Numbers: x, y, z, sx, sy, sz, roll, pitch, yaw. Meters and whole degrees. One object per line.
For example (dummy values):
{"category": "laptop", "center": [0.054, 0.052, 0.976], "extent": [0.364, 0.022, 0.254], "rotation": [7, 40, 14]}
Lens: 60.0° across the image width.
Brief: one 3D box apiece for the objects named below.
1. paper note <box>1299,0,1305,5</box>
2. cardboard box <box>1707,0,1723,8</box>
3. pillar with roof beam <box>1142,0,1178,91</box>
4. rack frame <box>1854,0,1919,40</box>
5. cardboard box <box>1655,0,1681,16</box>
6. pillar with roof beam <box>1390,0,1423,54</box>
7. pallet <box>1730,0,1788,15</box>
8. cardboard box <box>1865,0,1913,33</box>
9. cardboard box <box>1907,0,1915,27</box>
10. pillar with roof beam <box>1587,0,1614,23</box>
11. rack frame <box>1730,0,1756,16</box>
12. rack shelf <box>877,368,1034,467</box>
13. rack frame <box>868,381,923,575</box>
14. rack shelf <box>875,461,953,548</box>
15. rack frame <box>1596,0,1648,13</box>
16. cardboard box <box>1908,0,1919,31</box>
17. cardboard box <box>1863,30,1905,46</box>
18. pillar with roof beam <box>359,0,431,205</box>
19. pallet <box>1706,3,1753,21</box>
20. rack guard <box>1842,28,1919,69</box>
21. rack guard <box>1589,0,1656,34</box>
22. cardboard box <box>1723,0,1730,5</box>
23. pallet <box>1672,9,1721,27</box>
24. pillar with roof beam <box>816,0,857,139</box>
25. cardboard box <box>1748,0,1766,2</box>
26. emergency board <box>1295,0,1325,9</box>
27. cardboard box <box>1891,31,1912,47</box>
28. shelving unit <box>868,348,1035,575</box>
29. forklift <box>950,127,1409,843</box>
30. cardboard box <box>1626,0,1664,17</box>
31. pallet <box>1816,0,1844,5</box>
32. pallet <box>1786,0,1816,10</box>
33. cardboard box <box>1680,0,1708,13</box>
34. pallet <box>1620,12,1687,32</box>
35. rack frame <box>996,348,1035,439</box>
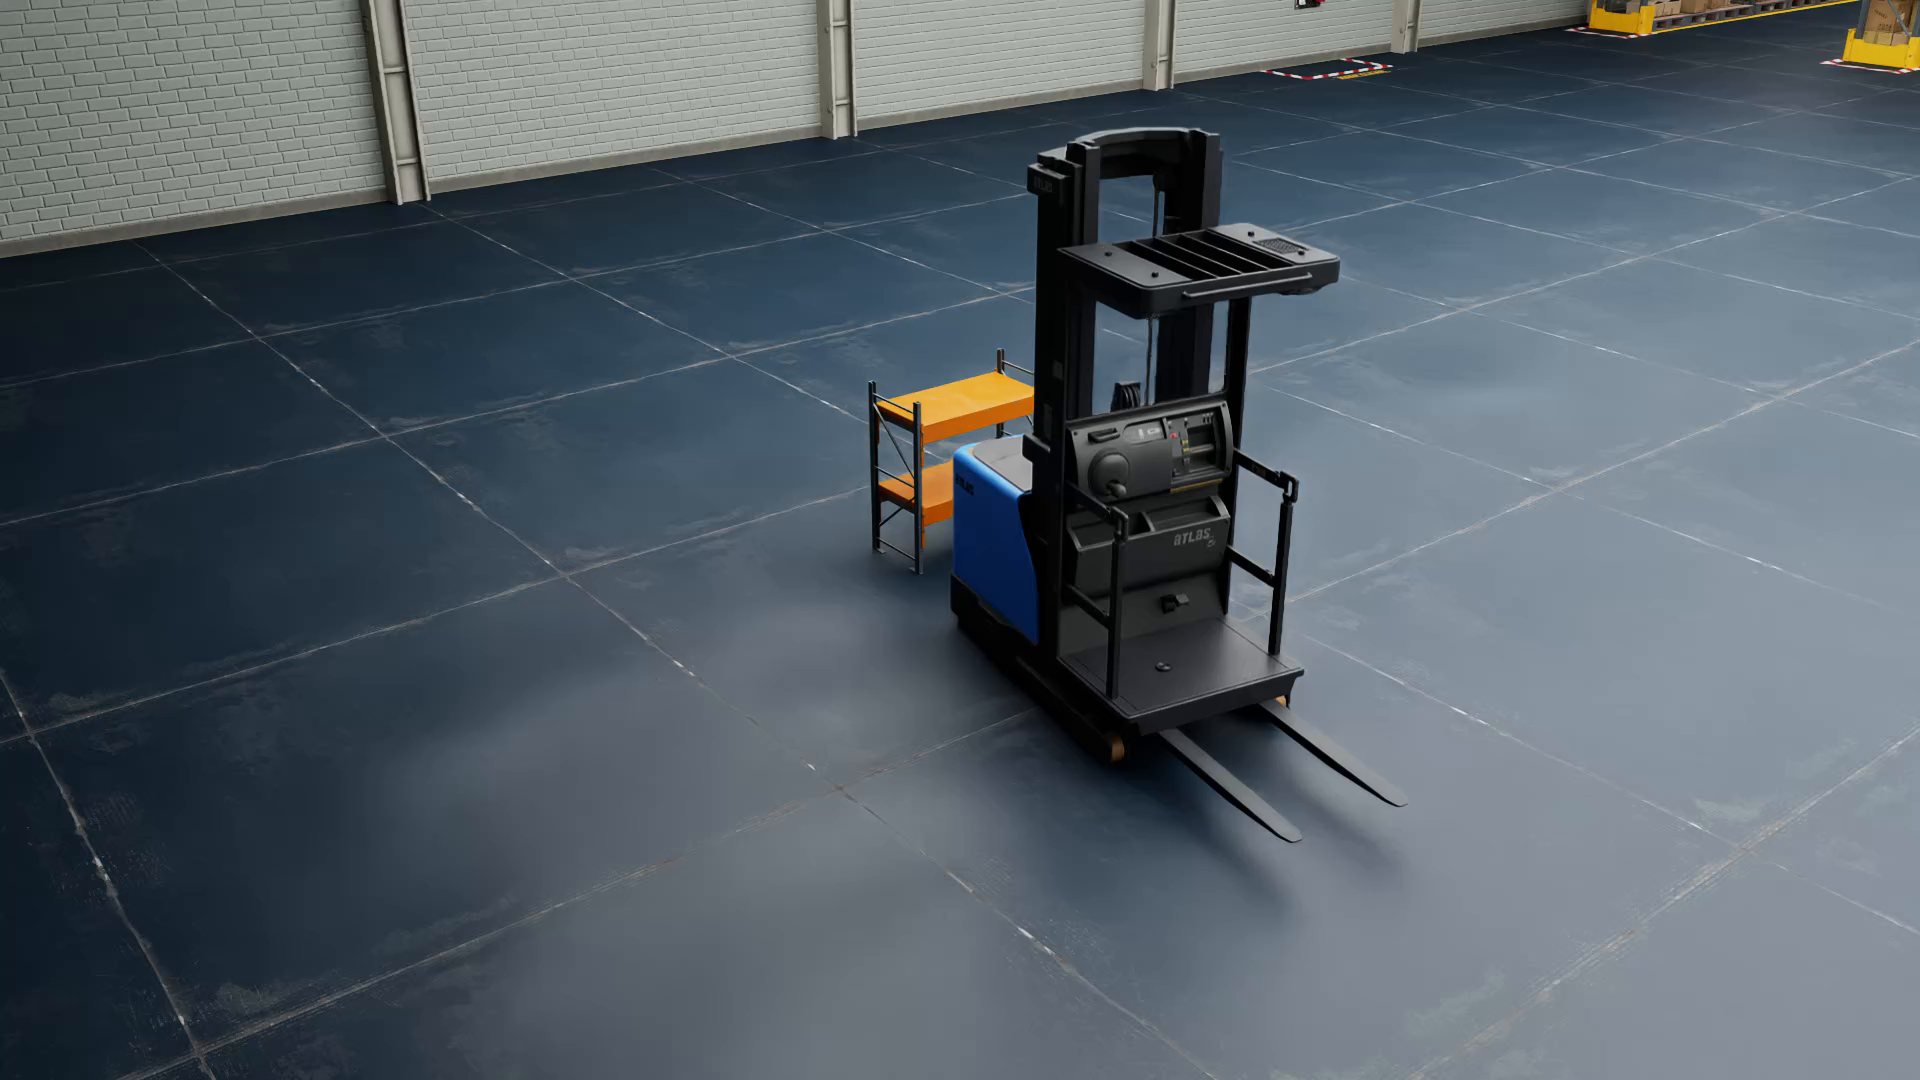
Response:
{"category": "paper note", "center": [5.653, -8.916, 27.444], "extent": [0.142, 0.148, 0.016], "rotation": [-18, 31, -34]}
{"category": "cardboard box", "center": [14.863, -10.880, 33.076], "extent": [0.500, 0.500, 0.500], "rotation": [-21, 32, -38]}
{"category": "pillar with roof beam", "center": [5.738, -9.704, 20.970], "extent": [0.400, 9.000, 9.100], "rotation": [-18, 31, -34]}
{"category": "rack frame", "center": [15.567, -9.418, 27.480], "extent": [0.127, 3.000, 1.000], "rotation": [-18, 31, -34]}
{"category": "cardboard box", "center": [13.556, -10.336, 32.129], "extent": [0.500, 0.311, 0.500], "rotation": [-15, 29, -30]}
{"category": "pillar with roof beam", "center": [10.459, -11.263, 24.329], "extent": [0.400, 9.000, 9.100], "rotation": [-18, 31, -34]}
{"category": "pallet", "center": [16.267, -11.035, 34.276], "extent": [1.213, 0.211, 1.003], "rotation": [-18, 31, -34]}
{"category": "cardboard box", "center": [15.805, -8.939, 28.325], "extent": [0.500, 0.500, 0.500], "rotation": [-18, 31, -34]}
{"category": "cardboard box", "center": [16.583, -9.204, 28.895], "extent": [0.500, 0.500, 0.500], "rotation": [-18, 31, -34]}
{"category": "pillar with roof beam", "center": [15.181, -12.821, 27.687], "extent": [0.400, 9.000, 9.100], "rotation": [-18, 31, -34]}
{"category": "rack frame", "center": [15.655, -12.097, 33.252], "extent": [0.127, 3.000, 1.000], "rotation": [-18, 31, -34]}
{"category": "rack shelf", "center": [0.005, -0.777, 10.394], "extent": [1.000, 0.278, 0.538], "rotation": [-18, 31, -34]}
{"category": "rack frame", "center": [-0.395, -0.380, 10.232], "extent": [0.032, 1.125, 0.500], "rotation": [-18, 31, -34]}
{"category": "rack shelf", "center": [0.005, -0.290, 10.620], "extent": [1.000, 0.278, 0.538], "rotation": [-18, 31, -34]}
{"category": "rack frame", "center": [12.507, -11.058, 31.013], "extent": [0.127, 3.000, 1.000], "rotation": [-18, 31, -34]}
{"category": "cardboard box", "center": [16.518, -8.897, 28.235], "extent": [0.500, 0.500, 0.500], "rotation": [-18, 31, -34]}
{"category": "cardboard box", "center": [15.807, -8.598, 28.481], "extent": [0.500, 0.250, 0.500], "rotation": [-18, 31, -34]}
{"category": "pillar with roof beam", "center": [-3.705, -6.587, 14.254], "extent": [0.400, 9.000, 9.100], "rotation": [-18, 31, -34]}
{"category": "pallet", "center": [15.148, -10.646, 33.438], "extent": [1.213, 0.211, 1.003], "rotation": [-18, 31, -34]}
{"category": "rack guard", "center": [15.548, -8.278, 27.992], "extent": [0.348, 0.500, 1.175], "rotation": [-18, 31, -34]}
{"category": "rack guard", "center": [12.567, -9.944, 31.582], "extent": [0.348, 0.500, 1.175], "rotation": [-18, 31, -34]}
{"category": "cardboard box", "center": [15.252, -10.862, 33.435], "extent": [0.380, 0.166, 0.250], "rotation": [22, 33, 39]}
{"category": "pallet", "center": [14.187, -10.327, 32.752], "extent": [1.213, 0.211, 1.003], "rotation": [-18, 31, -34]}
{"category": "pillar with roof beam", "center": [1.016, -8.146, 17.612], "extent": [0.400, 9.000, 9.100], "rotation": [-18, 31, -34]}
{"category": "cardboard box", "center": [16.224, -11.359, 34.110], "extent": [0.500, 0.500, 0.700], "rotation": [-17, 30, -32]}
{"category": "emergency board", "center": [5.835, -9.338, 27.308], "extent": [0.643, 1.169, 0.194], "rotation": [-18, 31, -34]}
{"category": "cardboard box", "center": [16.126, -8.427, 28.111], "extent": [0.500, 0.250, 0.500], "rotation": [-18, 31, -34]}
{"category": "shelving unit", "center": [0.005, -0.512, 10.517], "extent": [1.048, 1.125, 0.538], "rotation": [-18, 31, -34]}
{"category": "forklift", "center": [1.068, -0.422, 8.178], "extent": [1.130, 2.935, 3.031], "rotation": [-12, 28, -25]}
{"category": "cardboard box", "center": [13.107, -10.188, 31.810], "extent": [0.500, 0.311, 0.500], "rotation": [-23, 33, -40]}
{"category": "pallet", "center": [18.187, -11.669, 35.642], "extent": [1.213, 0.211, 1.003], "rotation": [-18, 31, -34]}
{"category": "pallet", "center": [17.227, -11.354, 34.963], "extent": [1.213, 0.211, 1.003], "rotation": [-18, 31, -34]}
{"category": "cardboard box", "center": [14.164, -10.596, 32.464], "extent": [0.500, 0.500, 0.700], "rotation": [-21, 32, -37]}
{"category": "pallet", "center": [13.228, -10.012, 32.072], "extent": [1.213, 0.211, 1.003], "rotation": [-18, 31, -34]}
{"category": "rack frame", "center": [0.405, -0.644, 10.802], "extent": [0.032, 1.125, 0.500], "rotation": [-18, 31, -34]}
